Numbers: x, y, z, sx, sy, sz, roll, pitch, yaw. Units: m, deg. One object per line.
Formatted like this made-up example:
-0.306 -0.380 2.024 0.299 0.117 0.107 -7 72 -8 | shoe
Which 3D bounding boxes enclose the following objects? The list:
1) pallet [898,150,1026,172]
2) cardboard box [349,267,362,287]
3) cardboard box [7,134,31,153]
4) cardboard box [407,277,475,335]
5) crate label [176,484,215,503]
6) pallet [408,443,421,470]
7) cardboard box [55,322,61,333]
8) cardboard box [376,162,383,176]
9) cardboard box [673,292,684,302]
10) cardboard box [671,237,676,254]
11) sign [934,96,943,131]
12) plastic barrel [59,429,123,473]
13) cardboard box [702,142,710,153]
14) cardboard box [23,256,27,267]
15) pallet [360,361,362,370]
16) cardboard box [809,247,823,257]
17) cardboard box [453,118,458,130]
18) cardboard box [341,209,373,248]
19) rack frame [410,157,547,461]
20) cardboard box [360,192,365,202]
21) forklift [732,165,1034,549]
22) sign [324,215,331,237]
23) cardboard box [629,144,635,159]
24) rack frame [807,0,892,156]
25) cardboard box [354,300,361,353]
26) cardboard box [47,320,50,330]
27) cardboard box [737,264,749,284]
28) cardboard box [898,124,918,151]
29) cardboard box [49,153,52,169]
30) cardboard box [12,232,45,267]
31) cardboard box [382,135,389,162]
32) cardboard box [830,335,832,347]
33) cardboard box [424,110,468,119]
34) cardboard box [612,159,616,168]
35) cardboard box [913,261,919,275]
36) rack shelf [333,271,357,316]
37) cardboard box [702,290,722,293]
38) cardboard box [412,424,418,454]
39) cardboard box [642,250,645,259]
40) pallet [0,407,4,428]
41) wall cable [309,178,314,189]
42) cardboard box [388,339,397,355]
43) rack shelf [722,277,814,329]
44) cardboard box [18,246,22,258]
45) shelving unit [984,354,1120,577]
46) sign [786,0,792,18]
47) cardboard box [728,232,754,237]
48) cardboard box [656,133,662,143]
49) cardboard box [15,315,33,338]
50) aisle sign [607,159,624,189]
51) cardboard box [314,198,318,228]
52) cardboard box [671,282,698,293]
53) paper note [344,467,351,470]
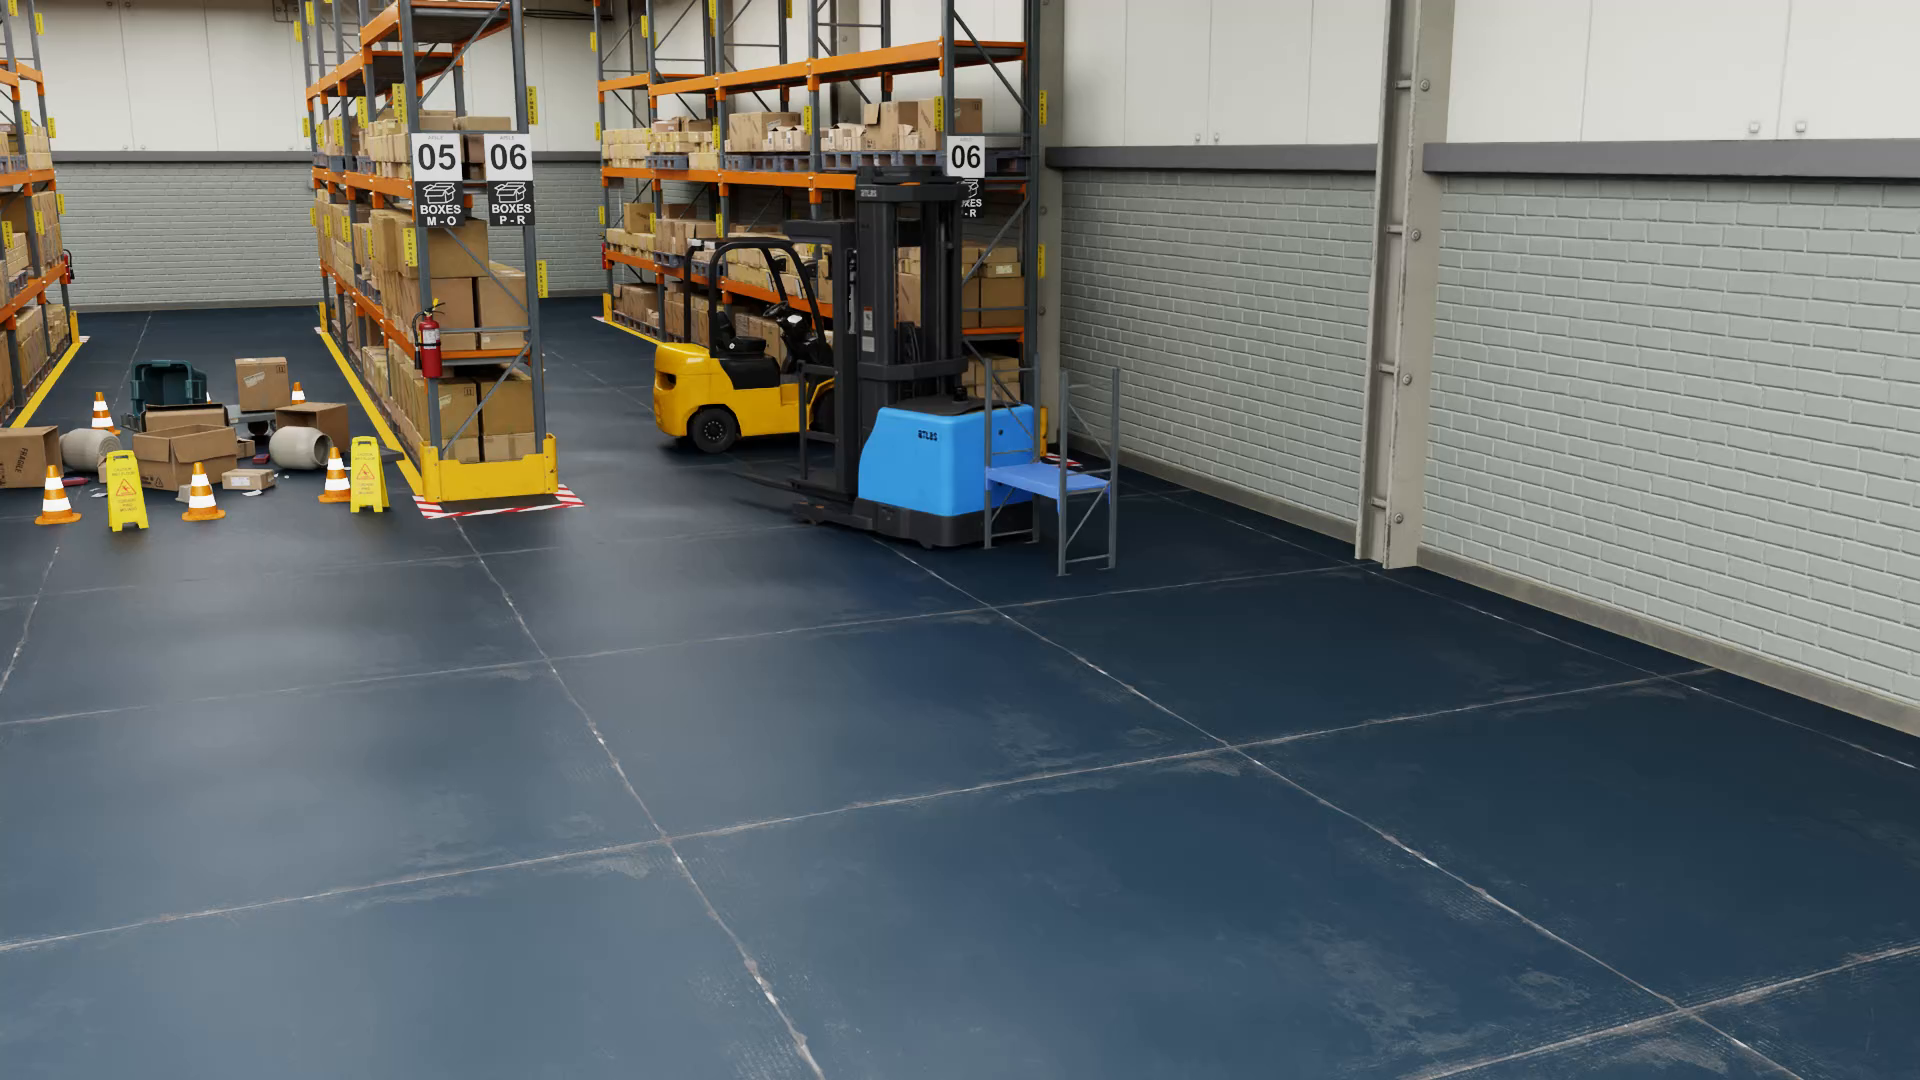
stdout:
0.041 -3.880 17.024 1.003 0.211 1.213 -6 14 -23 | pallet
-7.891 -3.525 22.279 0.500 0.250 0.500 -6 14 -25 | cardboard box
-13.521 -5.628 23.606 0.500 0.250 0.500 -5 14 -21 | cardboard box
-4.716 -2.145 15.103 0.500 0.500 0.500 -6 14 -24 | cardboard box
-6.853 -0.428 14.915 0.298 0.136 0.250 9 16 35 | crate label
-5.054 -0.944 16.979 1.003 0.211 1.213 -6 14 -23 | pallet
-14.027 -3.257 25.521 0.380 0.149 0.250 -5 14 -22 | cardboard box
-5.897 -3.883 17.401 0.380 0.149 0.250 -6 14 -23 | cardboard box
-4.424 -3.947 26.943 0.380 0.149 0.250 -6 14 -25 | cardboard box
-4.301 -4.610 26.001 0.396 0.266 0.258 -5 14 -20 | cardboard box
-0.202 -4.121 16.083 0.100 0.325 0.005 -6 14 -23 | sign
-8.483 -0.871 16.196 0.512 0.421 0.421 4 14 16 | plastic barrel
-3.574 -5.759 24.397 0.380 0.149 0.250 -6 14 -23 | cardboard box
-13.102 -3.839 22.933 0.380 0.149 0.250 -6 14 -23 | cardboard box
-7.697 -2.328 22.960 1.003 0.211 1.213 -6 14 -23 | pallet
-1.642 -3.555 20.416 0.380 0.149 0.250 -5 14 -21 | cardboard box
-4.580 -3.892 15.670 0.380 0.149 0.250 -6 14 -23 | cardboard box
-8.110 -4.241 22.602 0.500 0.500 0.500 -5 14 -22 | cardboard box
-4.246 -1.864 14.771 1.000 3.000 0.127 -6 14 -23 | rack frame
-9.200 -5.384 26.103 0.380 0.149 0.250 -6 14 -24 | cardboard box
-0.769 -1.623 13.880 1.130 2.935 3.031 -12 18 -42 | forklift
-9.561 -4.753 25.158 0.100 0.325 0.005 -6 14 -23 | sign
-5.341 -6.616 28.323 0.500 0.250 0.500 -5 14 -22 | cardboard box
-1.301 -6.062 19.605 1.000 3.000 0.127 -6 14 -23 | rack frame
-8.362 -3.206 24.349 0.875 0.875 0.875 -5 14 -21 | cardboard box
-13.552 -3.133 24.325 0.380 0.149 0.250 -5 14 -20 | cardboard box
-2.753 -3.675 22.927 0.500 0.250 0.500 -6 14 -24 | cardboard box
-0.411 -4.158 17.177 0.396 0.266 0.258 -6 14 -23 | cardboard box
-14.725 -6.020 26.407 0.500 0.250 0.500 -6 14 -24 | cardboard box
-13.515 -4.194 23.956 0.500 0.500 0.500 -6 14 -24 | cardboard box
-5.315 -3.793 16.128 0.500 0.250 0.500 -5 14 -22 | cardboard box
-1.200 -2.257 19.417 0.500 0.250 0.500 -6 14 -23 | cardboard box
-5.924 -4.786 19.035 0.500 0.250 0.500 -6 14 -24 | cardboard box
-5.972 -6.704 29.586 0.380 0.149 0.250 -5 14 -22 | cardboard box
-0.272 -2.833 17.299 0.380 0.149 0.250 -5 14 -22 | cardboard box
-8.251 -3.579 23.778 1.077 0.370 4.000 -6 14 -23 | rack shelf
-3.984 -3.991 27.136 0.380 0.149 0.250 -6 14 -23 | cardboard box
-5.016 -0.979 16.115 0.500 0.250 0.500 -6 14 -23 | cardboard box
-5.196 -4.873 28.329 0.380 0.149 0.250 -5 14 -21 | cardboard box
-11.214 -1.269 18.384 1.003 0.211 1.213 -6 14 -23 | pallet
-12.935 -6.843 33.960 0.585 1.953 0.123 -6 14 -23 | wall cable
-5.864 -2.059 17.679 0.380 0.149 0.250 -5 14 -22 | cardboard box
-2.103 -3.202 22.148 1.077 0.370 4.000 -6 14 -23 | rack shelf
-12.890 -3.876 22.430 0.380 0.149 0.250 -6 14 -25 | cardboard box
0.677 -0.588 12.583 0.538 1.500 1.048 -8 15 -31 | shelving unit
-2.397 -7.472 23.273 0.100 0.325 0.005 -6 14 -23 | sign
-3.046 -4.238 23.369 0.380 0.149 0.250 -5 14 -21 | cardboard box
-4.553 -6.323 26.130 0.380 0.149 0.250 -6 14 -24 | cardboard box
-12.389 -2.773 21.649 0.500 0.250 0.500 -6 14 -23 | cardboard box
-6.405 -6.873 30.647 0.394 0.787 0.004 -6 14 -23 | aisle sign
-10.724 -5.580 28.390 0.500 0.500 0.500 -6 14 -24 | cardboard box
-4.458 -4.092 26.914 0.380 0.149 0.250 -6 14 -26 | cardboard box
-6.051 -0.710 16.368 0.142 0.019 0.148 -12 18 -42 | paper note
